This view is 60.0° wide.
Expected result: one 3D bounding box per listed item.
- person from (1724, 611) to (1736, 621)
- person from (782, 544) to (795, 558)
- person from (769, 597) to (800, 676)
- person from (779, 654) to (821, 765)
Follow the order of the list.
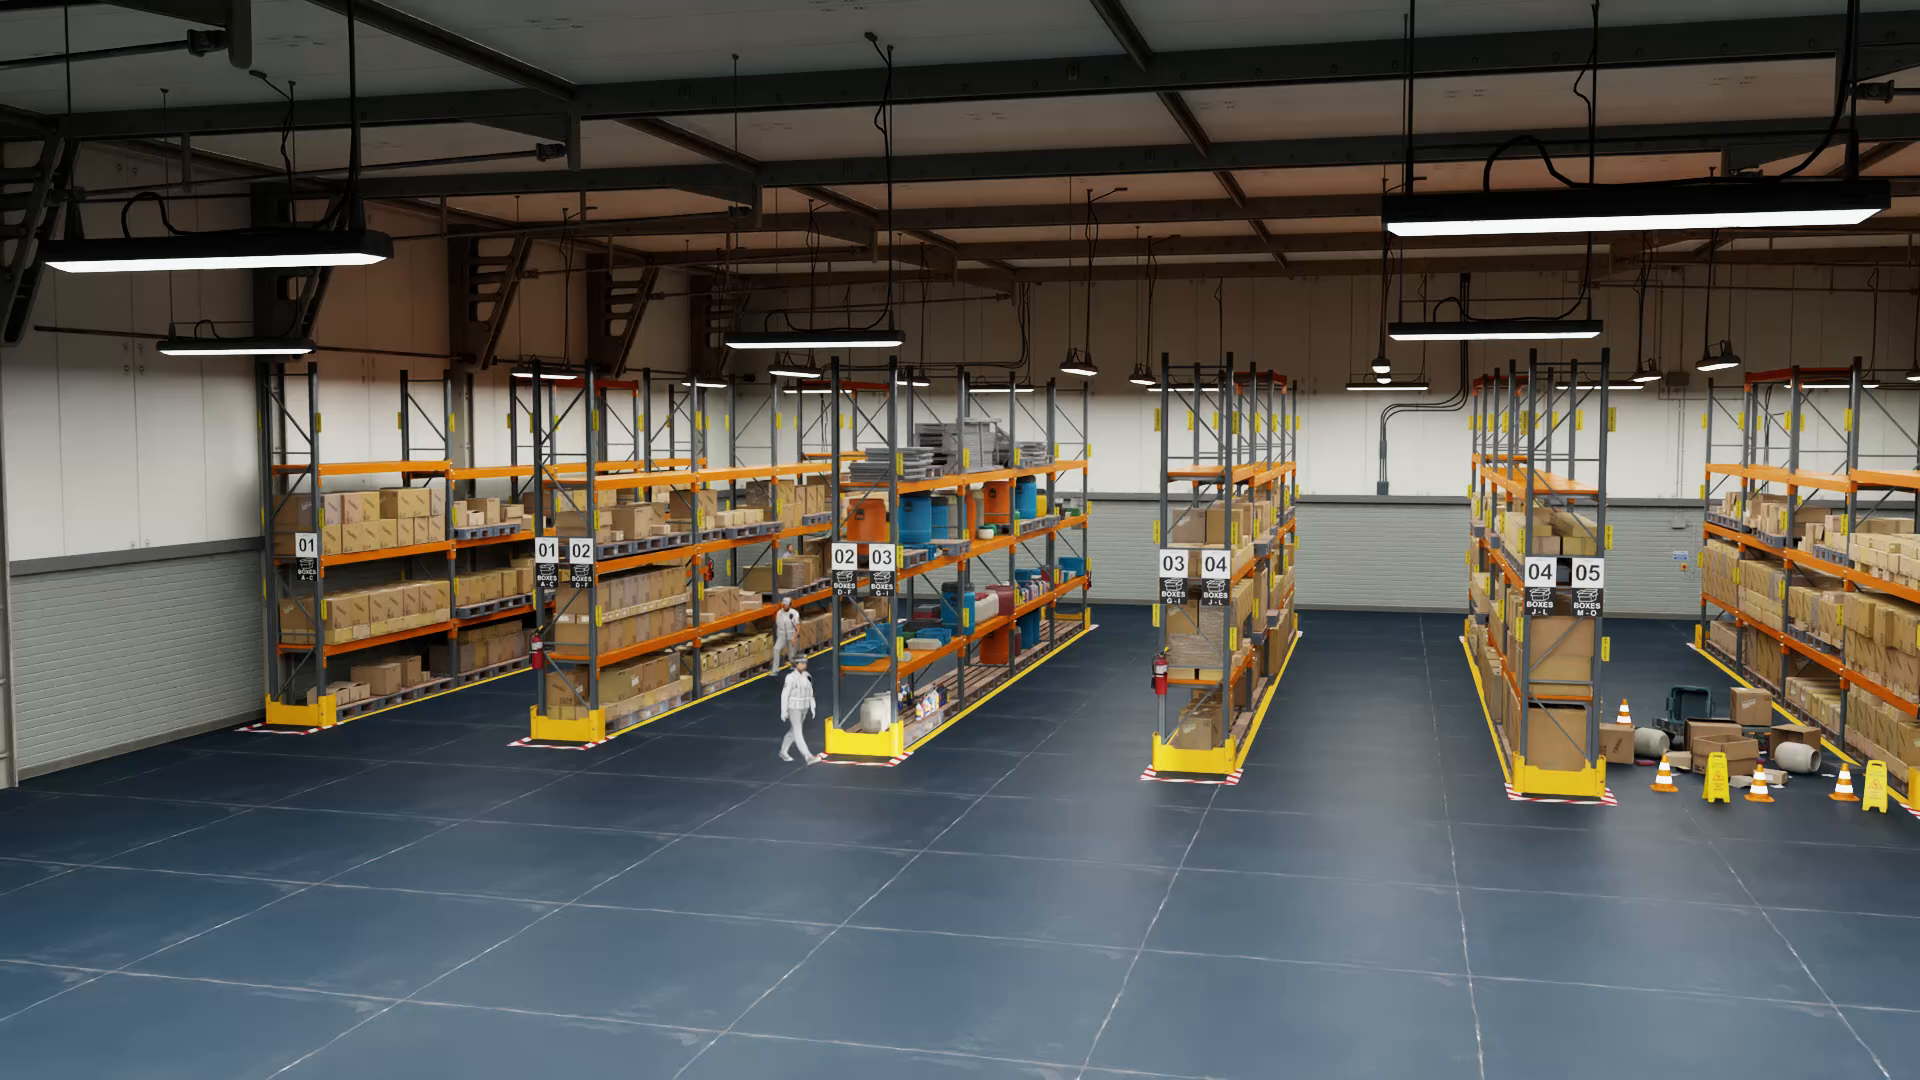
[{"bbox_3d":[18.216,1.392,38.995,0.989,1.734,0.562,1,4,9],"label":"person"},{"bbox_3d":[-4.799,0.906,46.864,1.019,1.589,0.465,2,4,25],"label":"person"},{"bbox_3d":[-3.299,1.812,31.528,0.517,1.463,1.061,0,4,2],"label":"person"},{"bbox_3d":[-2.301,2.462,24.254,1.021,1.620,0.498,3,5,36],"label":"person"}]
